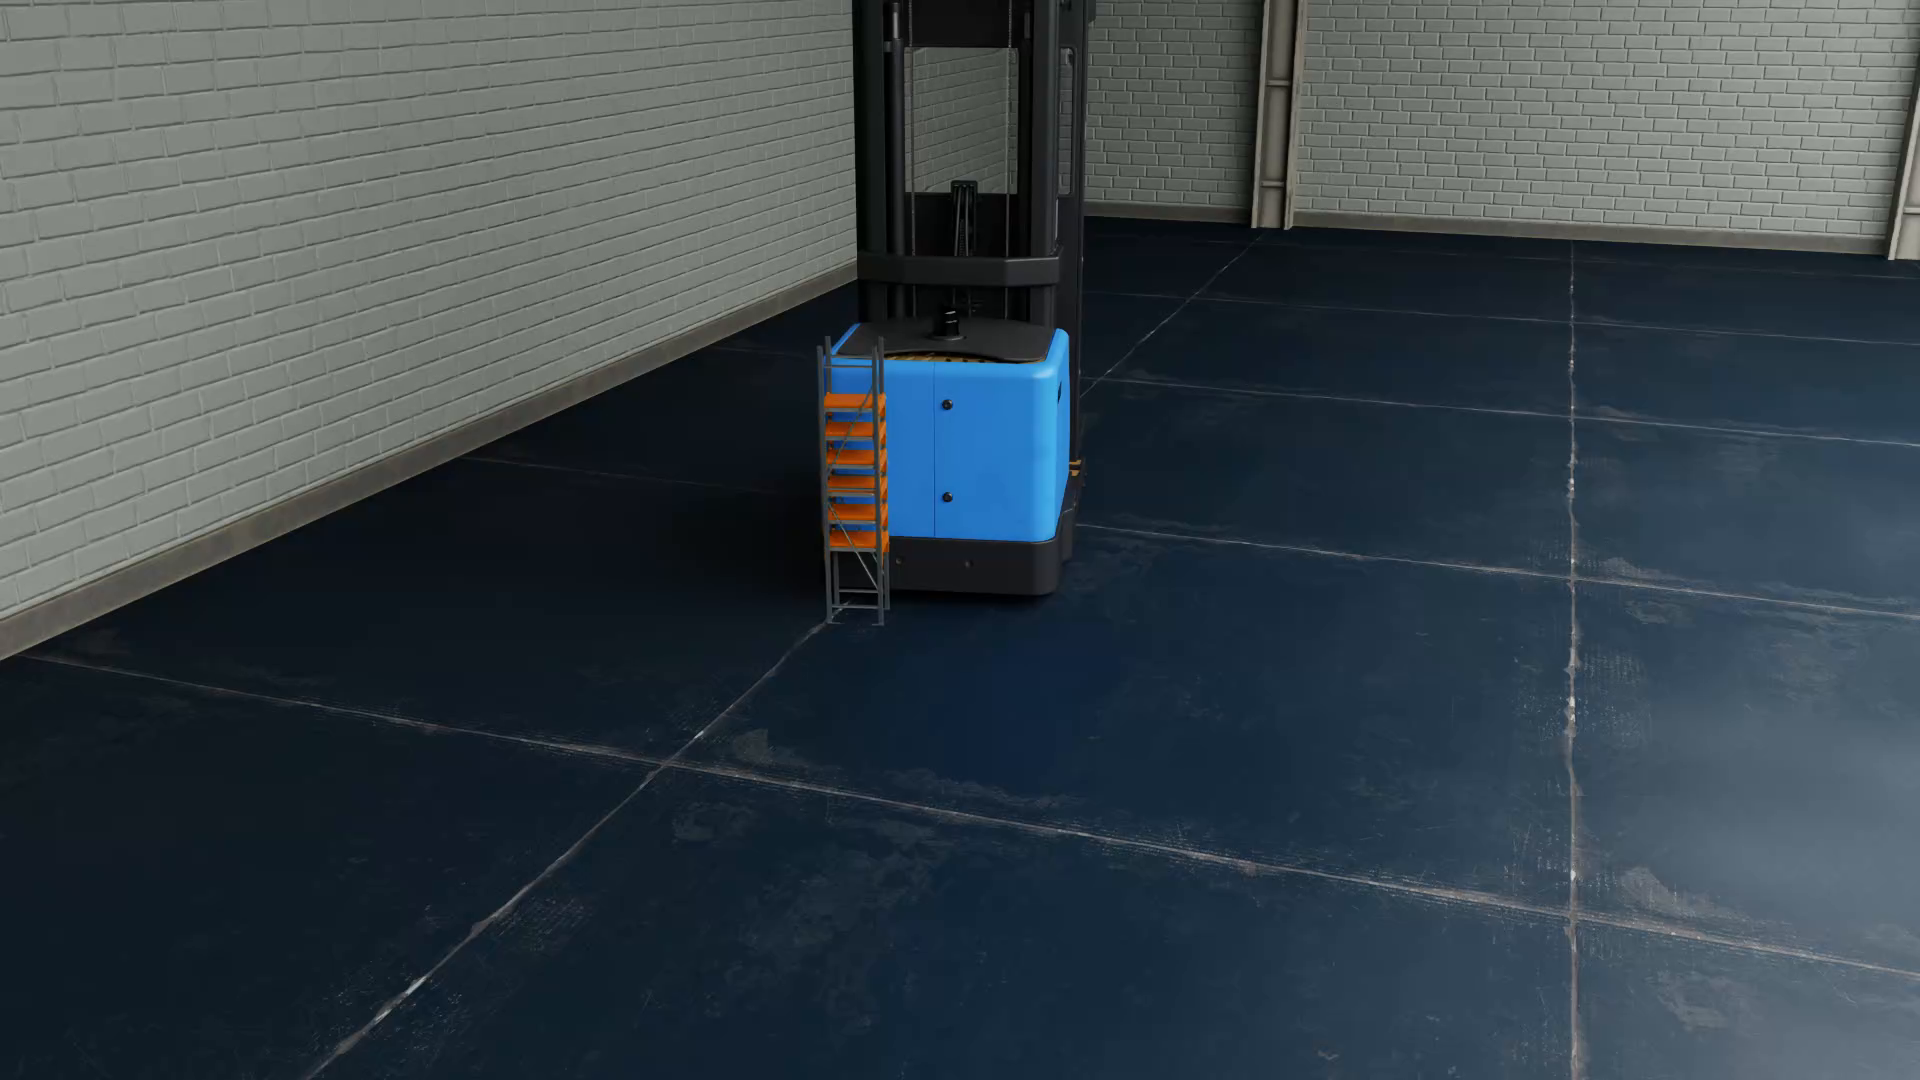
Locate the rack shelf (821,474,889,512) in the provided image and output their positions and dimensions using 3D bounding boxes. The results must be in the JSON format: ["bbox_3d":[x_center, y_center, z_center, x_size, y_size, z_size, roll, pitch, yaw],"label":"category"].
[{"bbox_3d":[-0.438,-0.196,6.947,0.258,0.103,0.180,1,19,6],"label":"rack shelf"}]

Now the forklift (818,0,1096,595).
[{"bbox_3d":[0.078,-1.589,8.181,1.130,2.935,3.031,2,19,7],"label":"forklift"}]

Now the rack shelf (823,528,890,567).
[{"bbox_3d":[-0.436,0.031,7.025,0.258,0.103,0.180,1,19,6],"label":"rack shelf"}]

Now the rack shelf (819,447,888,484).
[{"bbox_3d":[-0.439,-0.309,6.907,0.258,0.103,0.180,1,19,6],"label":"rack shelf"}]

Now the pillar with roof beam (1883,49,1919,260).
[{"bbox_3d":[7.553,-5.577,10.403,0.400,9.000,9.100,7,20,18],"label":"pillar with roof beam"}]

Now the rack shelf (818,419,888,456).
[{"bbox_3d":[-0.440,-0.423,6.868,0.258,0.103,0.180,1,19,6],"label":"rack shelf"}]

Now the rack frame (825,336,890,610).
[{"bbox_3d":[-0.429,-0.268,7.018,0.240,1.200,0.006,1,19,6],"label":"rack frame"}]

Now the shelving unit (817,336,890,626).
[{"bbox_3d":[-0.439,-0.238,6.932,0.258,1.200,0.189,1,19,6],"label":"shelving unit"}]

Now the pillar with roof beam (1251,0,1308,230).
[{"bbox_3d":[1.886,-6.225,12.263,0.400,9.000,9.100,7,20,18],"label":"pillar with roof beam"}]

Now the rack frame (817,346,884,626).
[{"bbox_3d":[-0.448,-0.208,6.846,0.240,1.200,0.006,1,19,6],"label":"rack frame"}]

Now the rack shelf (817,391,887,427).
[{"bbox_3d":[-0.441,-0.536,6.829,0.258,0.103,0.180,1,19,6],"label":"rack shelf"}]

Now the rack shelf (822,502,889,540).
[{"bbox_3d":[-0.437,-0.083,6.986,0.258,0.103,0.180,1,19,6],"label":"rack shelf"}]
